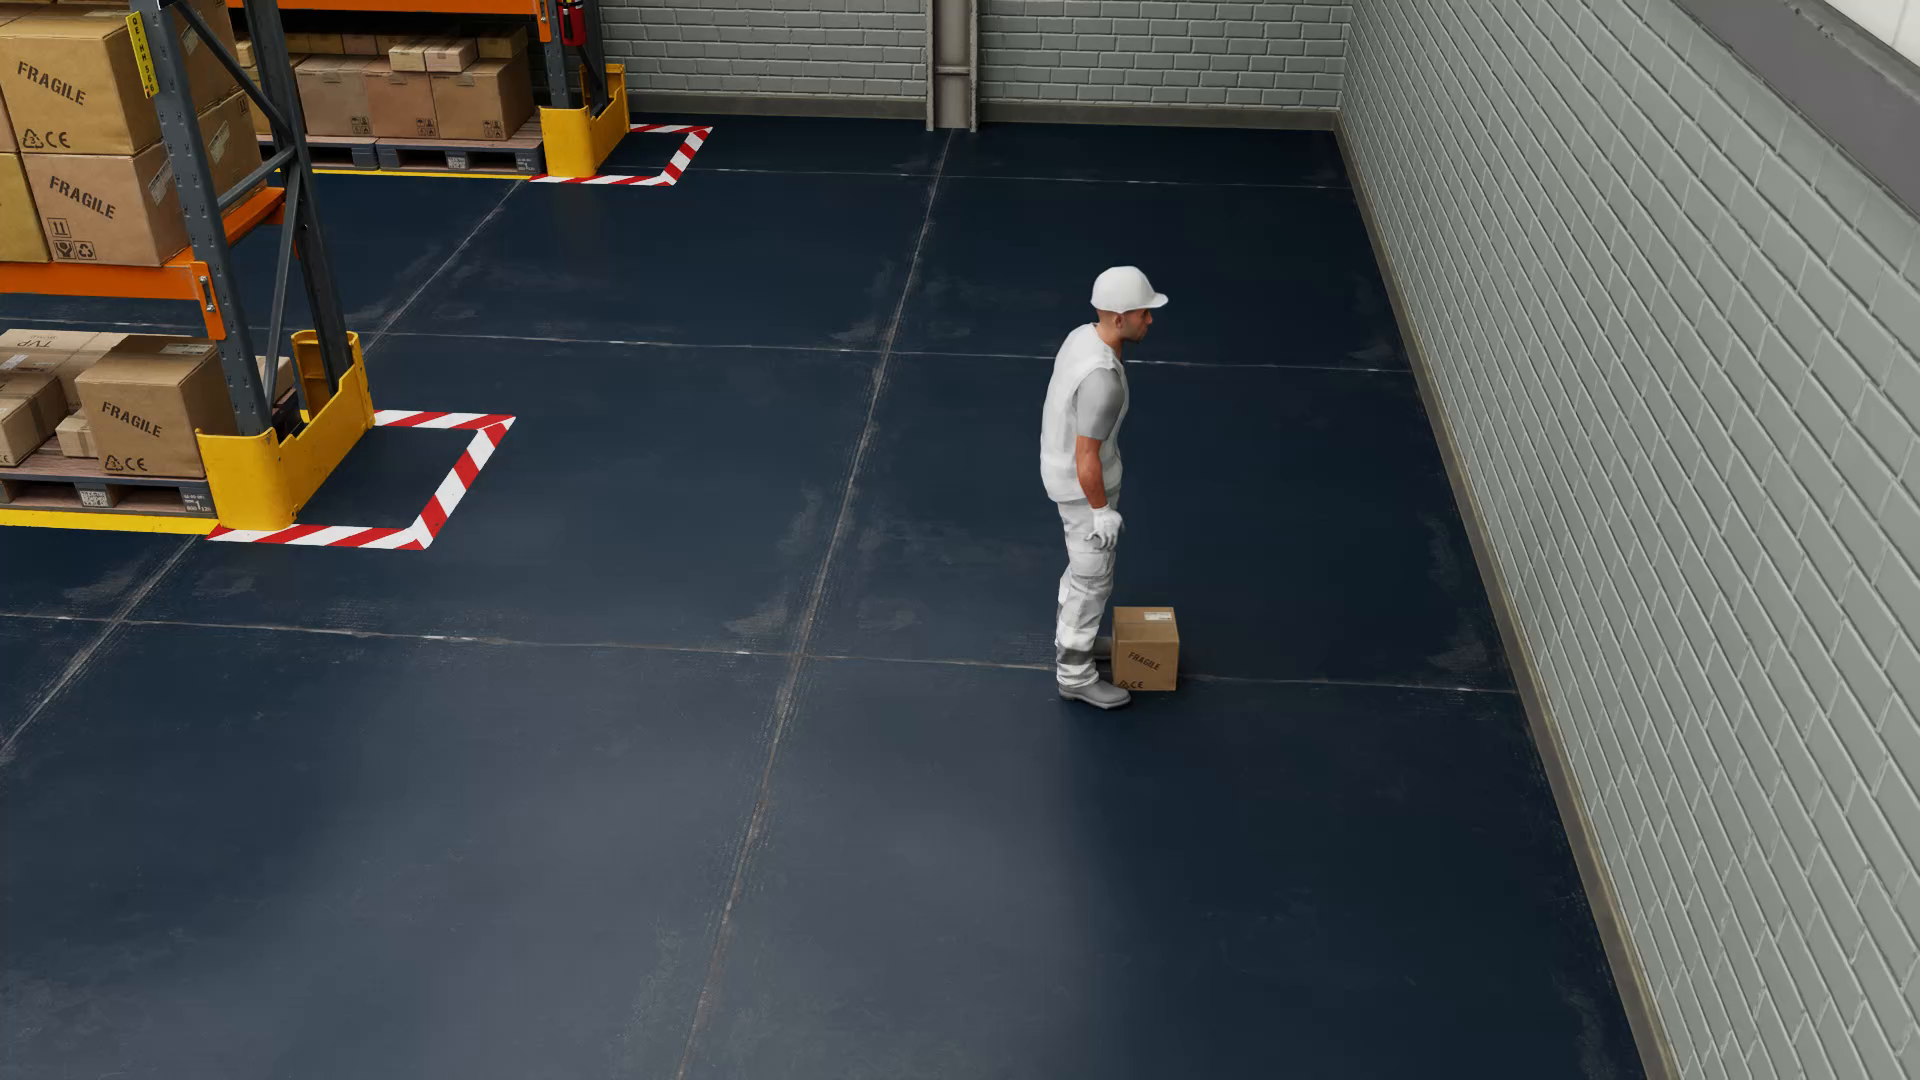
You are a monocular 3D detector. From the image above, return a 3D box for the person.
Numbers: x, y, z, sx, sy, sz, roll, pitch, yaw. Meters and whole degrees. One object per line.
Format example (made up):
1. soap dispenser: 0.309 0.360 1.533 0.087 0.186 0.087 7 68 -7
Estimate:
1. person: 0.536 -0.216 6.473 0.452 1.777 0.621 2 32 3
